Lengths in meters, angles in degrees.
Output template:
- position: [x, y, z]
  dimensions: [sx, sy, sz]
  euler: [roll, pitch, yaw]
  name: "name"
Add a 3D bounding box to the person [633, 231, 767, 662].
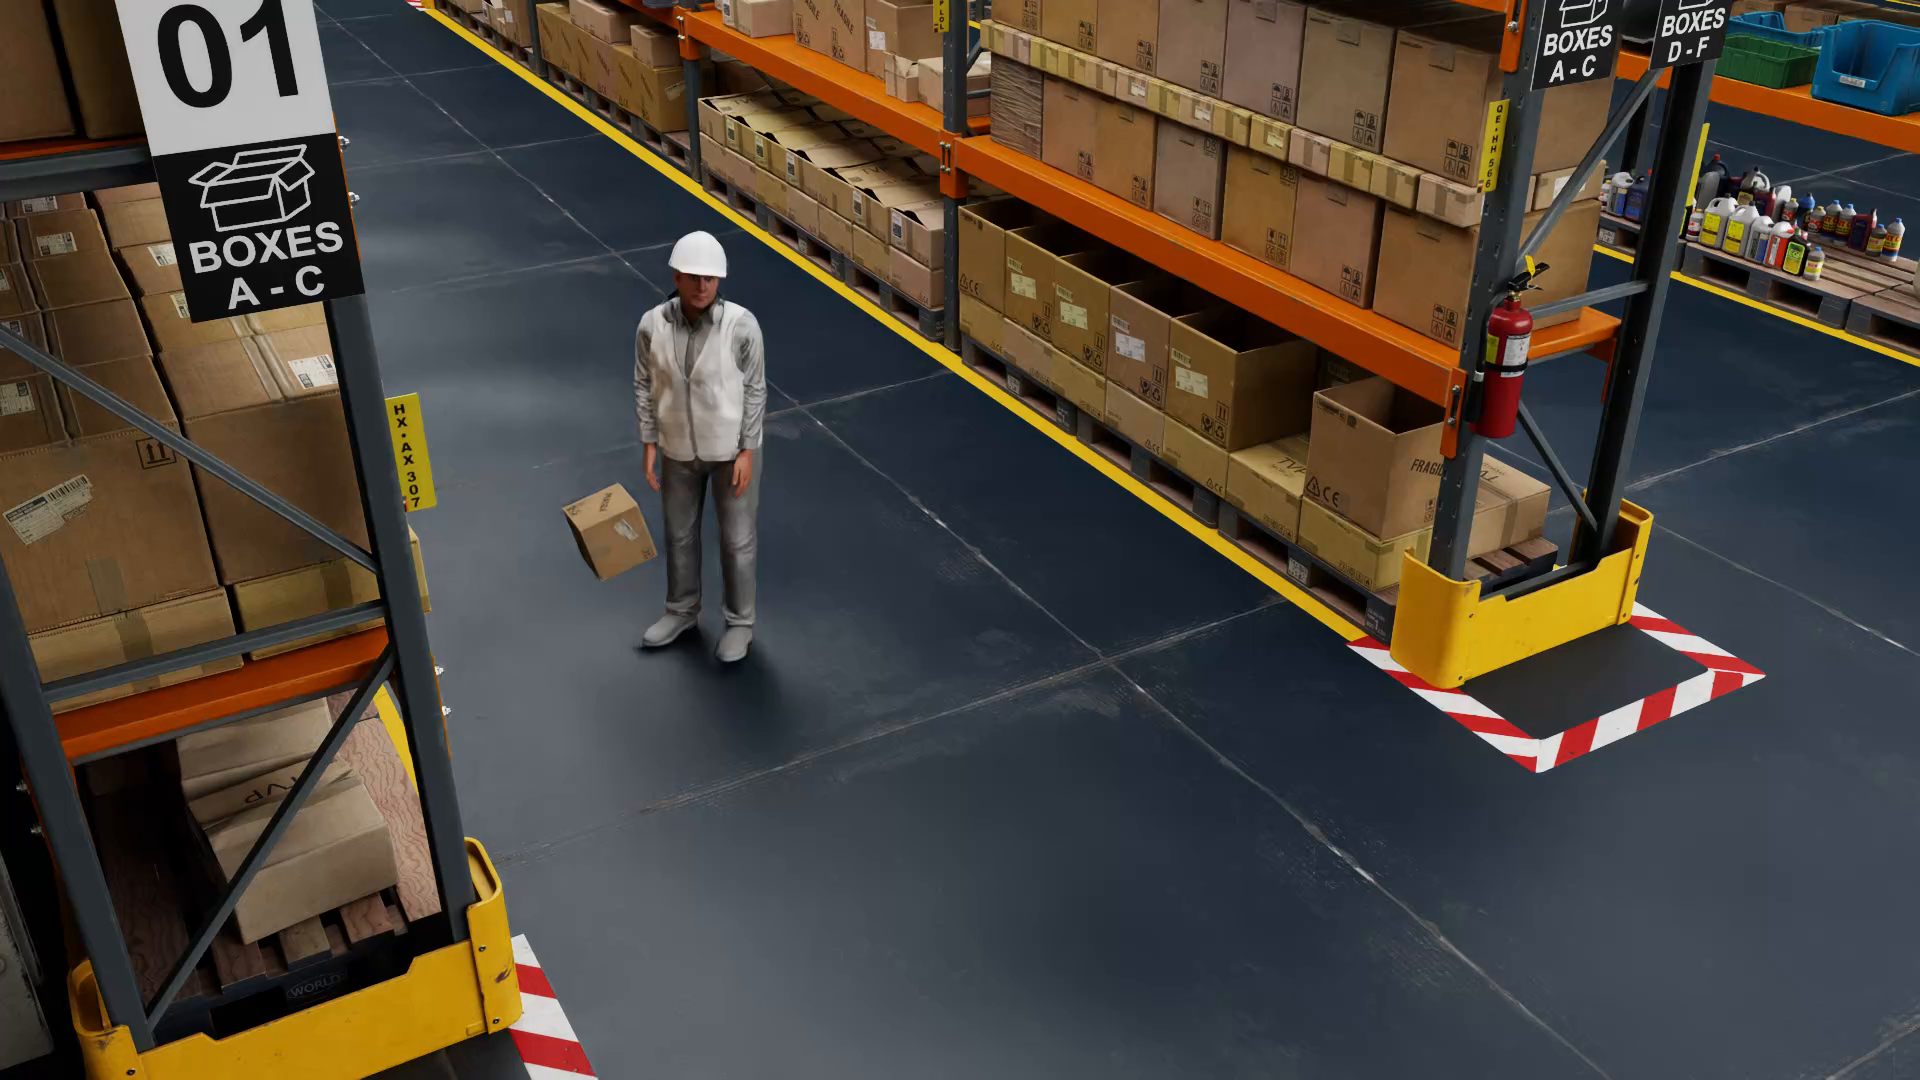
- position: [-1.060, -0.353, 6.699]
  dimensions: [0.581, 1.783, 0.482]
  euler: [5, 29, 8]
  name: "person"
